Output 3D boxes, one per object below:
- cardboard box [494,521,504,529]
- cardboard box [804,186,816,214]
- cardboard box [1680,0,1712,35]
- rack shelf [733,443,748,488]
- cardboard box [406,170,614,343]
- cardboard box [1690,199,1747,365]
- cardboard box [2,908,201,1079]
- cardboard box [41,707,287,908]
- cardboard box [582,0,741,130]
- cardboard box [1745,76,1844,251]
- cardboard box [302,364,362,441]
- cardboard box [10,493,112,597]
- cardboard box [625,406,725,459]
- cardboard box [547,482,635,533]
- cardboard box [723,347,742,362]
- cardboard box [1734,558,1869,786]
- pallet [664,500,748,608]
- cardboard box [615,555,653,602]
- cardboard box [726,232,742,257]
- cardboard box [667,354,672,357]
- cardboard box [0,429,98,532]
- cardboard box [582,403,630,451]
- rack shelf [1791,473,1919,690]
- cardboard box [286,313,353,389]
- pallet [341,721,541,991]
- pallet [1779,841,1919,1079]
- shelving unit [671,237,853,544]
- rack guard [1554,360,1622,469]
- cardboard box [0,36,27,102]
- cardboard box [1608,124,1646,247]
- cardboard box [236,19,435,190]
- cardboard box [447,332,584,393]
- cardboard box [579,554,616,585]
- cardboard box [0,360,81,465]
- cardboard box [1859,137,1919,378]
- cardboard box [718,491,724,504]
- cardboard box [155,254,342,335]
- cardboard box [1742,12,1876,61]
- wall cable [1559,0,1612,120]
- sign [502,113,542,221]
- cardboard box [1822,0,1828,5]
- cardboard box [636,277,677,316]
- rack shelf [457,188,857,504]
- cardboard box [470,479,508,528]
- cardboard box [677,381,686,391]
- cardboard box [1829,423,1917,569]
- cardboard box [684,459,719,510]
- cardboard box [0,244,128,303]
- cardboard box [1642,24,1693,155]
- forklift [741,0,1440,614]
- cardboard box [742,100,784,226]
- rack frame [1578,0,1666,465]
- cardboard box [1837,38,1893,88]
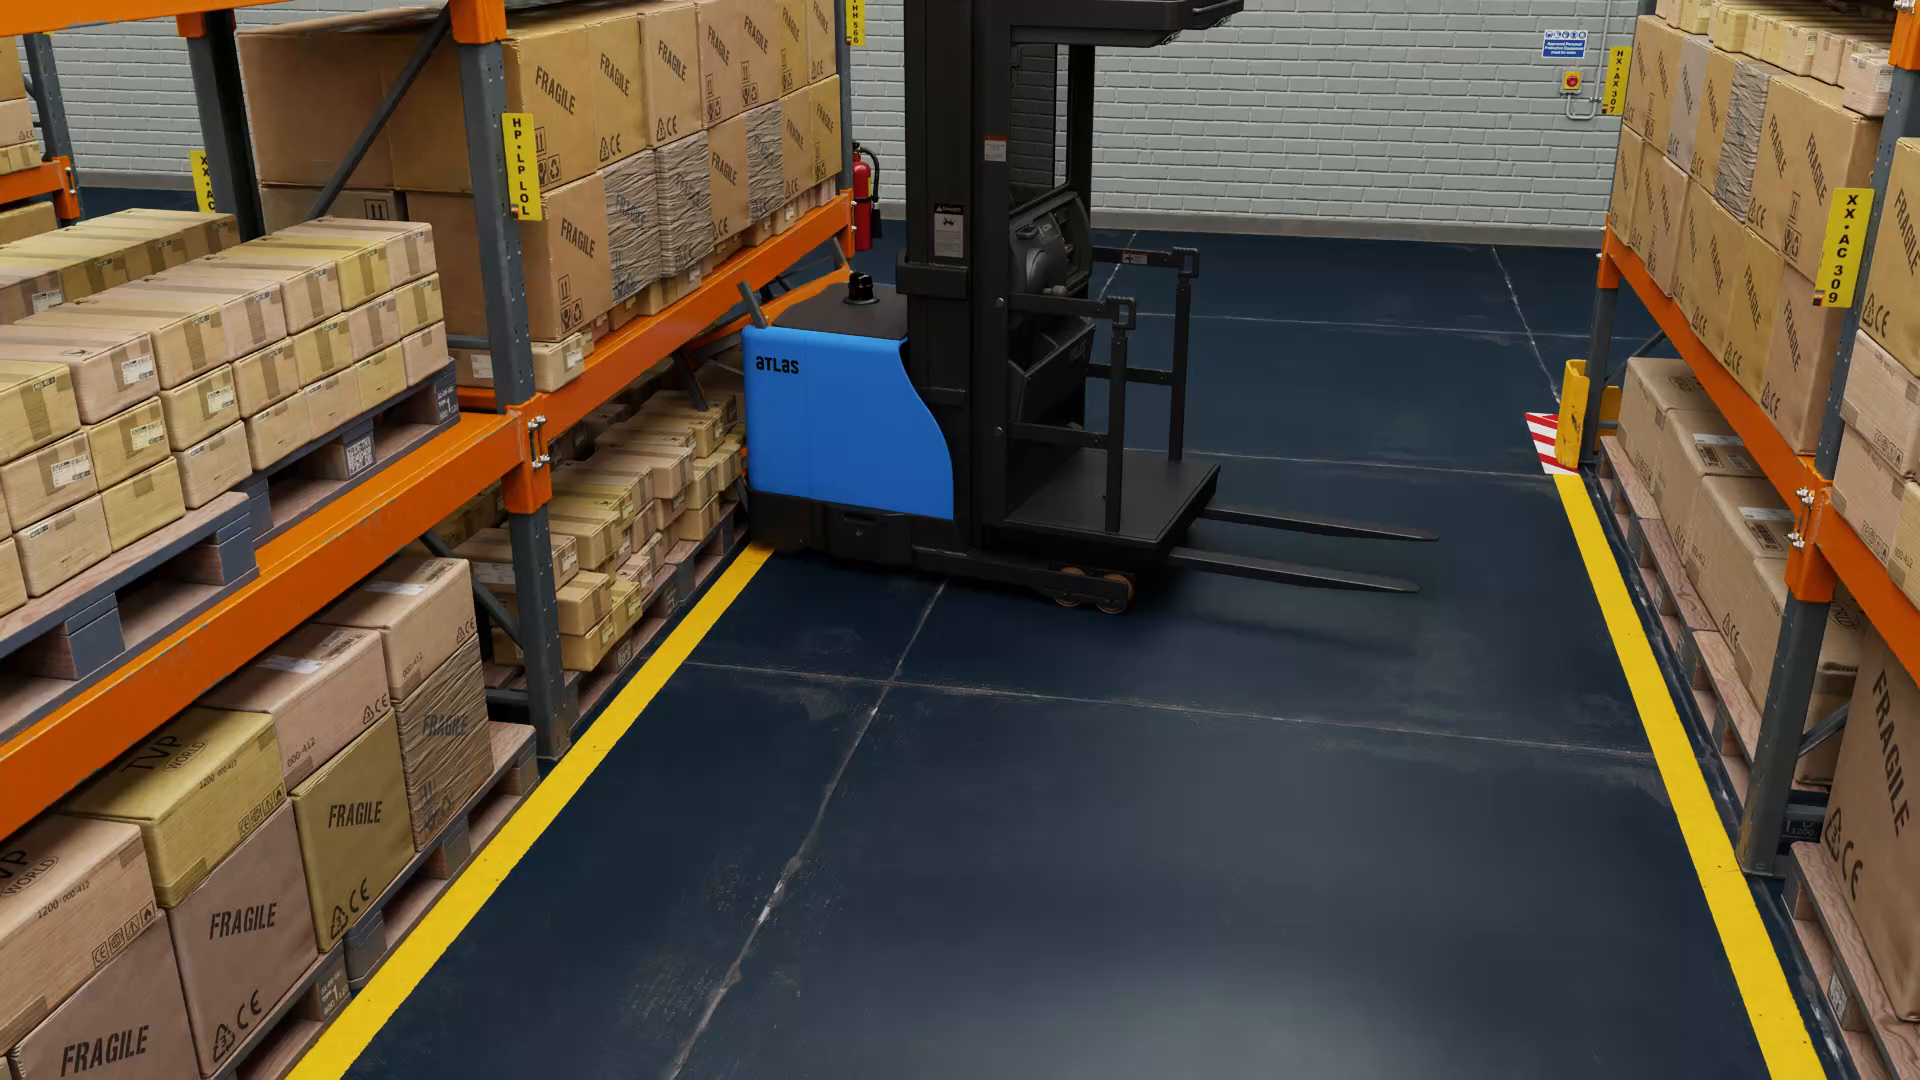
[{"bbox_3d":[-2.069,-0.009,6.717,0.380,0.149,0.250,4,22,9],"label":"cardboard box"},{"bbox_3d":[-0.964,-1.778,8.588,0.380,0.149,0.250,4,22,11],"label":"cardboard box"},{"bbox_3d":[3.251,-2.200,6.960,0.380,0.149,0.250,4,22,9],"label":"cardboard box"},{"bbox_3d":[-0.664,-0.518,7.980,0.538,0.278,1.000,-19,13,25],"label":"rack shelf"},{"bbox_3d":[-1.555,-1.006,5.805,0.500,0.500,0.500,4,22,10],"label":"cardboard box"},{"bbox_3d":[2.996,-0.929,6.011,0.500,0.500,0.500,4,22,10],"label":"cardboard box"},{"bbox_3d":[-2.125,1.156,3.752,0.500,0.500,0.500,4,22,10],"label":"cardboard box"},{"bbox_3d":[-2.019,0.630,4.055,0.500,0.250,0.500,3,22,9],"label":"cardboard box"},{"bbox_3d":[-1.242,-2.015,6.971,0.500,0.500,0.500,4,22,9],"label":"cardboard box"},{"bbox_3d":[2.901,-1.208,5.367,0.500,0.500,0.500,4,22,10],"label":"cardboard box"},{"bbox_3d":[-1.895,-0.392,4.586,0.380,0.149,0.250,4,22,11],"label":"cardboard box"},{"bbox_3d":[-2.107,-0.004,3.622,0.380,0.149,0.250,4,22,9],"label":"cardboard box"},{"bbox_3d":[-1.286,-0.488,7.508,0.380,0.149,0.250,5,22,11],"label":"cardboard box"},{"bbox_3d":[-1.512,-0.111,6.572,0.380,0.149,0.250,4,22,10],"label":"cardboard box"},{"bbox_3d":[-0.982,-0.866,8.447,0.380,0.149,0.250,4,22,10],"label":"cardboard box"},{"bbox_3d":[3.197,0.453,5.582,0.875,0.438,0.875,4,22,10],"label":"cardboard box"},{"bbox_3d":[-1.554,-0.062,7.726,1.003,0.211,1.213,4,22,11],"label":"pallet"},{"bbox_3d":[-1.460,0.167,6.679,0.380,0.149,0.250,4,22,11],"label":"cardboard box"},{"bbox_3d":[-1.225,-1.401,7.654,0.380,0.149,0.250,4,22,9],"label":"cardboard box"},{"bbox_3d":[-1.641,-0.913,8.563,0.380,0.149,0.250,4,22,11],"label":"cardboard box"},{"bbox_3d":[-2.111,-0.145,3.574,0.380,0.149,0.250,5,23,13],"label":"cardboard box"},{"bbox_3d":[-1.733,-0.524,7.596,0.380,0.149,0.250,5,22,11],"label":"cardboard box"},{"bbox_3d":[2.556,0.745,2.950,1.077,0.370,4.000,4,22,11],"label":"rack shelf"},{"bbox_3d":[-1.897,-0.529,4.527,0.380,0.149,0.250,5,23,13],"label":"cardboard box"},{"bbox_3d":[-2.060,0.918,5.291,1.003,0.211,1.213,4,22,11],"label":"pallet"},{"bbox_3d":[2.880,1.262,4.438,1.003,0.211,1.213,4,22,11],"label":"pallet"},{"bbox_3d":[-0.763,-0.736,7.929,0.538,1.125,1.048,-19,13,25],"label":"shelving unit"},{"bbox_3d":[3.785,-0.632,8.753,1.175,0.500,0.348,4,22,11],"label":"rack guard"},{"bbox_3d":[-5.764,-2.756,9.480,0.500,0.500,0.500,5,22,12],"label":"cardboard box"},{"bbox_3d":[3.401,-1.675,7.864,0.500,0.500,0.500,4,22,10],"label":"cardboard box"},{"bbox_3d":[-2.072,-1.501,5.694,0.500,0.500,0.500,4,22,9],"label":"cardboard box"},{"bbox_3d":[-1.525,-0.622,5.719,0.380,0.149,0.250,5,23,13],"label":"cardboard box"},{"bbox_3d":[-1.552,0.122,6.391,0.380,0.149,0.250,5,22,11],"label":"cardboard box"},{"bbox_3d":[-2.114,-0.277,3.505,0.380,0.149,0.250,4,22,10],"label":"cardboard box"},{"bbox_3d":[2.593,-0.691,4.081,0.500,0.500,0.500,5,22,12],"label":"cardboard box"},{"bbox_3d":[-1.310,-0.221,7.640,0.380,0.149,0.250,5,22,12],"label":"cardboard box"},{"bbox_3d":[-1.902,-0.660,4.455,0.380,0.149,0.250,4,22,9],"label":"cardboard box"},{"bbox_3d":[3.073,-1.821,6.020,0.380,0.149,0.250,4,22,11],"label":"cardboard box"},{"bbox_3d":[4.908,-4.332,13.194,0.585,1.953,0.123,4,22,11],"label":"wall cable"},{"bbox_3d":[-1.359,-1.156,5.159,0.100,0.325,0.005,4,22,11],"label":"sign"},{"bbox_3d":[3.904,-2.252,7.089,0.380,0.149,0.250,4,22,10],"label":"cardboard box"},{"bbox_3d":[-1.365,-1.010,6.683,0.380,0.149,0.250,5,22,12],"label":"cardboard box"},{"bbox_3d":[-1.495,-1.058,7.428,1.077,0.370,4.000,4,22,11],"label":"rack shelf"},{"bbox_3d":[-2.028,-0.146,6.660,0.380,0.149,0.250,4,22,10],"label":"cardboard box"},{"bbox_3d":[-1.519,-0.769,8.604,0.380,0.149,0.250,5,22,12],"label":"cardboard box"},{"bbox_3d":[2.616,-0.109,4.311,0.500,0.250,0.500,4,22,10],"label":"cardboard box"},{"bbox_3d":[-1.287,-0.255,7.326,0.380,0.149,0.250,4,22,11],"label":"cardboard box"},{"bbox_3d":[-2.539,-0.709,4.577,0.380,0.149,0.250,5,22,11],"label":"cardboard box"},{"bbox_3d":[3.305,-1.949,7.206,0.500,0.500,0.500,4,22,9],"label":"cardboard box"},{"bbox_3d":[0.581,-1.271,7.086,3.031,2.935,1.130,9,24,20],"label":"forklift"},{"bbox_3d":[-1.130,-1.749,7.650,0.500,0.500,0.500,5,22,11],"label":"cardboard box"},{"bbox_3d":[3.780,-1.783,8.264,1.000,3.000,0.127,4,22,11],"label":"rack frame"},{"bbox_3d":[2.936,-1.446,5.089,0.380,0.149,0.250,4,22,11],"label":"cardboard box"}]
